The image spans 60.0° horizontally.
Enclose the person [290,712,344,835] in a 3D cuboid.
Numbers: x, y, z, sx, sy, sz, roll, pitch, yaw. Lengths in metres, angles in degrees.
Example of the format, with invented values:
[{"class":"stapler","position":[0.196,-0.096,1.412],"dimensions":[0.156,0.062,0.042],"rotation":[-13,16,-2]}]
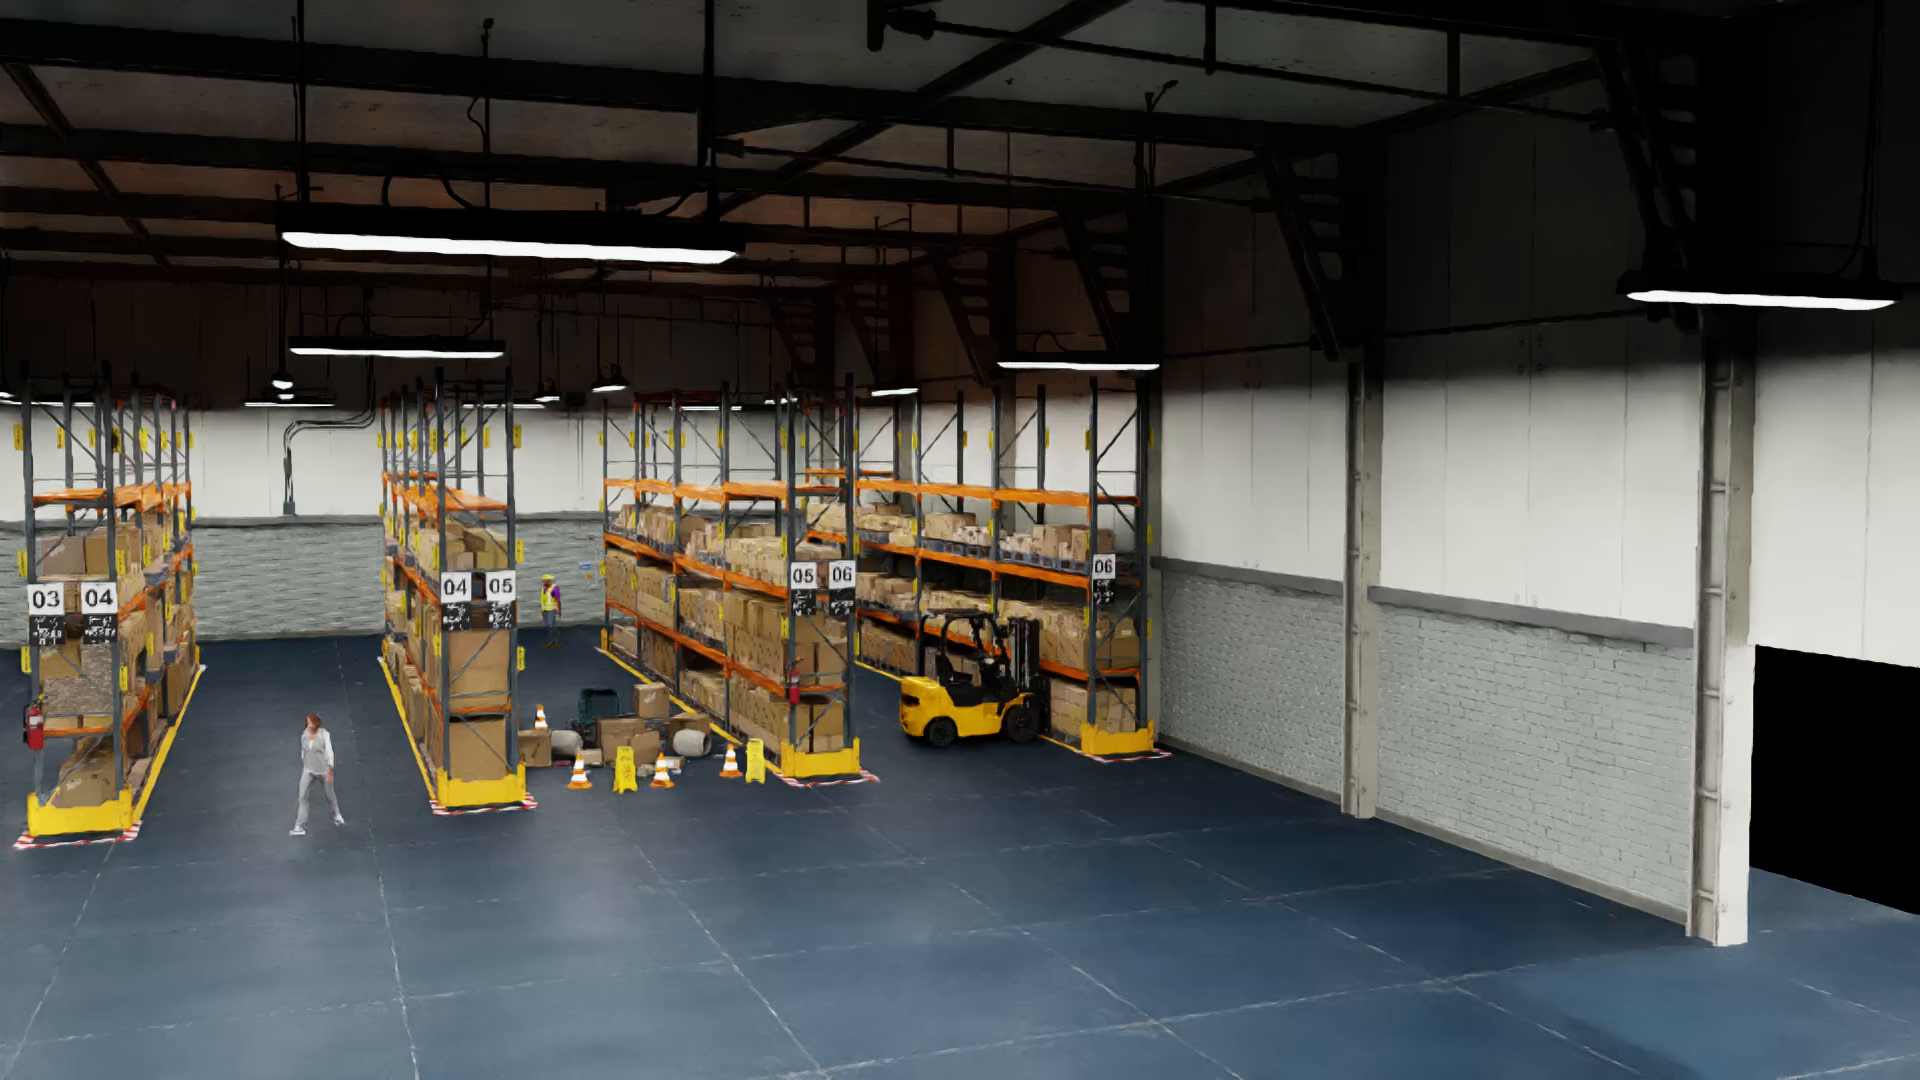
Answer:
[{"class":"person","position":[-8.220,2.949,21.267],"dimensions":[0.457,1.541,0.884],"rotation":[0,3,2]}]

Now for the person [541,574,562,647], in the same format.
[{"class":"person","position":[-9.873,1.696,40.149],"dimensions":[0.646,1.759,0.387],"rotation":[3,4,37]}]
